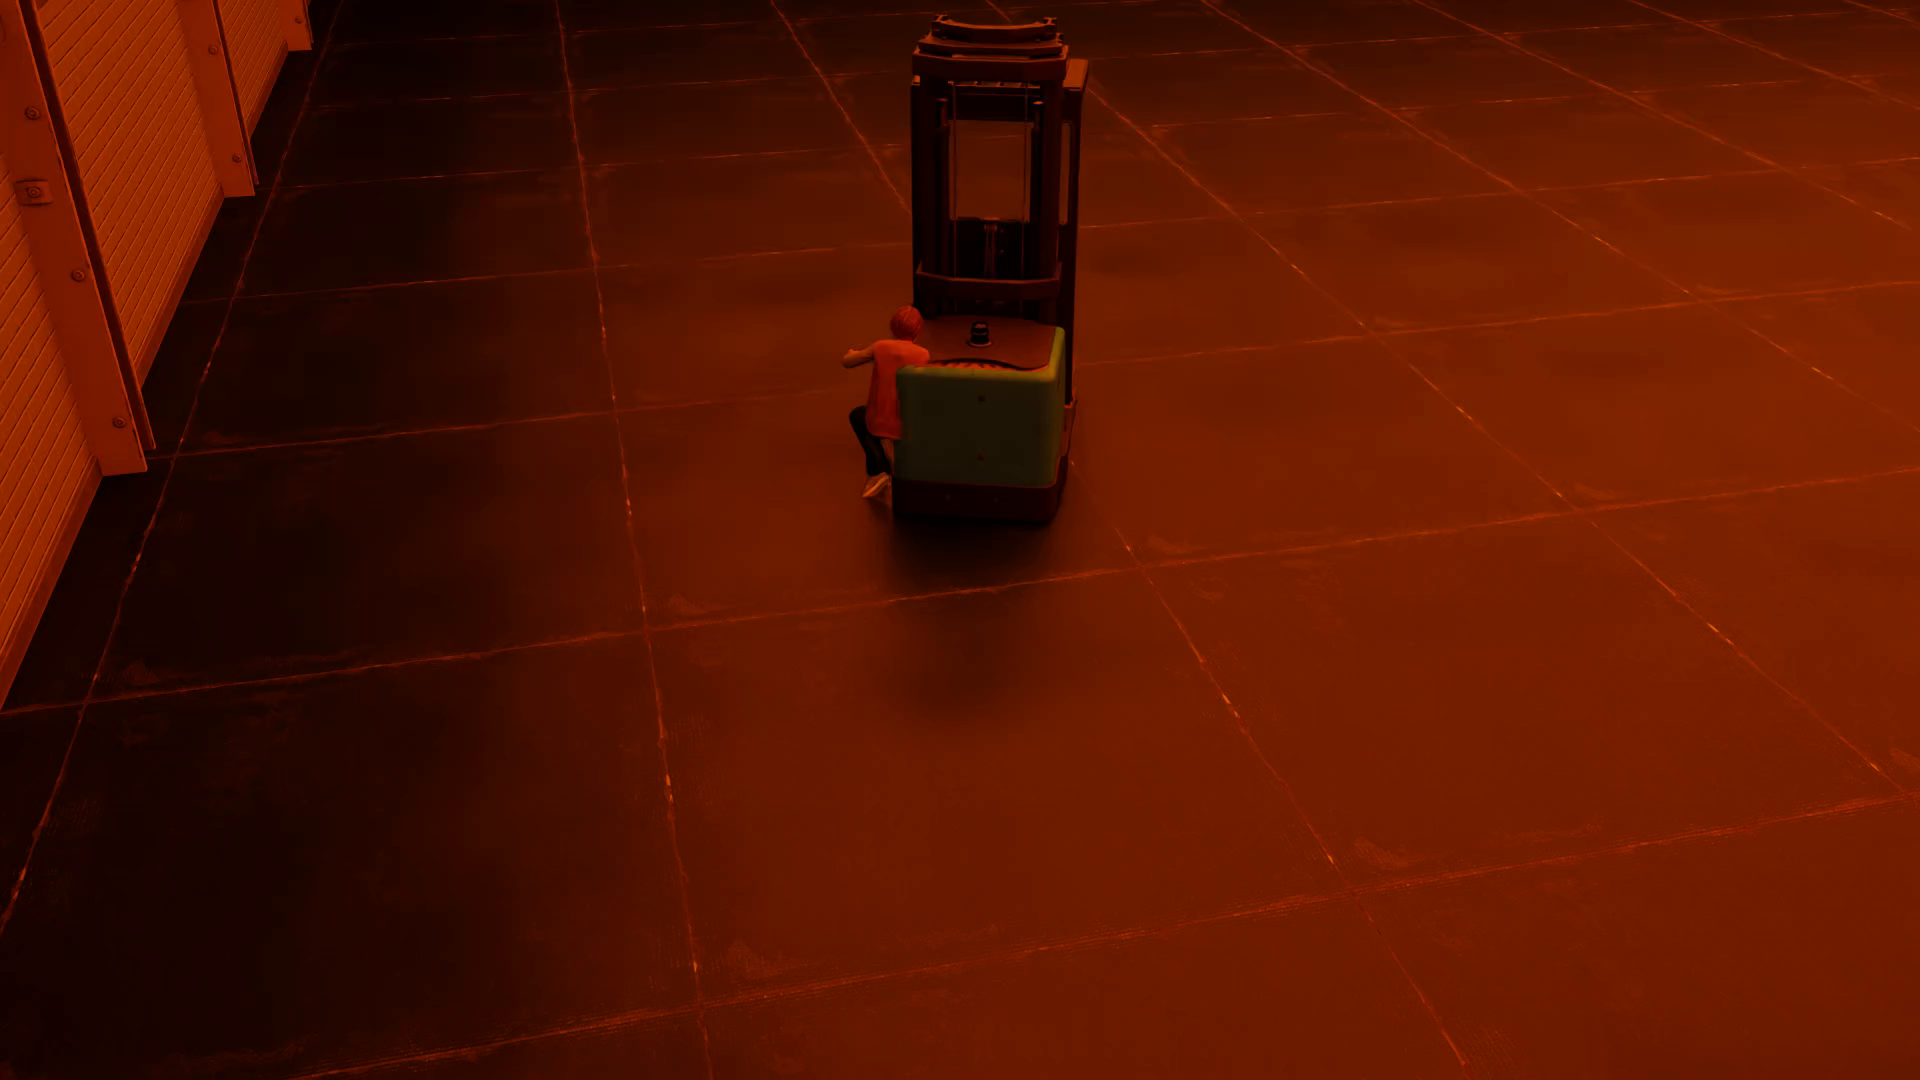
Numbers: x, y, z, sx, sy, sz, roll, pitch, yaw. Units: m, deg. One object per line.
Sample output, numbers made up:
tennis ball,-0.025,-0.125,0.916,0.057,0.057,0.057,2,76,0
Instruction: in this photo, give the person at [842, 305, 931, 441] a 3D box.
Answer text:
person,-0.424,-1.128,10.535,0.706,0.796,0.658,5,30,9

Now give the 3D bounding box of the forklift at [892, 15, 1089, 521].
forklift,0.260,-2.105,11.210,1.130,2.935,3.031,4,30,6
